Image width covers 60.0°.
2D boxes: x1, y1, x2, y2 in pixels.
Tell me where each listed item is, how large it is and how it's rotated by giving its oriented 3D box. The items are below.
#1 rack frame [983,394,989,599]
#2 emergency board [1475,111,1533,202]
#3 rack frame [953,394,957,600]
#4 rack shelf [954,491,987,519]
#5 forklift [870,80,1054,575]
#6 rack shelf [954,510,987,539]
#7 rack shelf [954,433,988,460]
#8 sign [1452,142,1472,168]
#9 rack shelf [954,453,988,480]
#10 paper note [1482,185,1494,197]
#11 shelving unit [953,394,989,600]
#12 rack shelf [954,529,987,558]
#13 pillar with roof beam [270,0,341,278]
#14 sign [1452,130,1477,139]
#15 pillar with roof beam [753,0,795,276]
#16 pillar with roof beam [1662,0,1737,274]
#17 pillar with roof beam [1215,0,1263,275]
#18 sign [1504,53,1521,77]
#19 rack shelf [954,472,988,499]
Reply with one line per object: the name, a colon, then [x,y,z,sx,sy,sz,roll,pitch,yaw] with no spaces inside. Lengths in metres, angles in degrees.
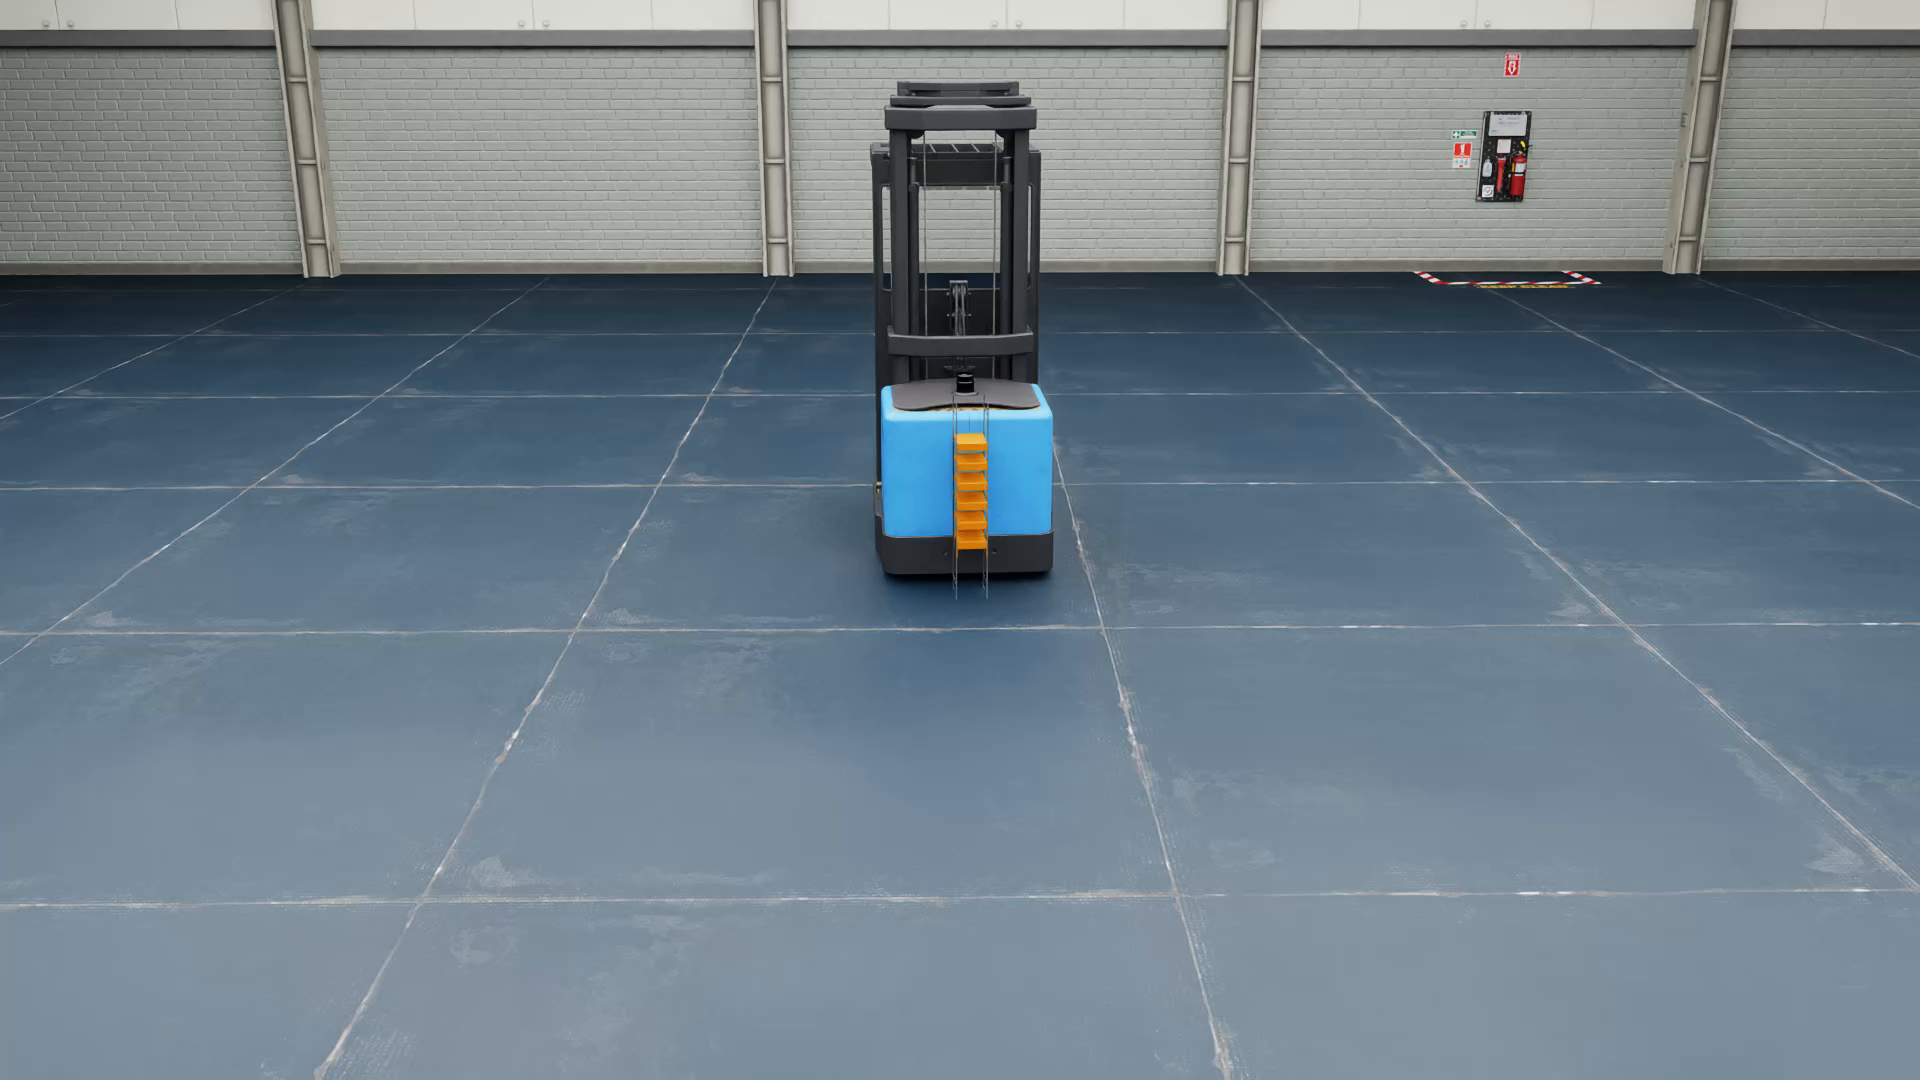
rack frame: [0.152,-0.256,9.883,0.006,1.200,0.240,-2,18,-5]
emergency board: [7.136,-4.997,21.713,0.643,1.169,0.194,0,18,-1]
rack frame: [-0.030,-0.252,9.867,0.006,1.200,0.240,-2,18,-5]
rack shelf: [0.061,-0.212,9.889,0.180,0.103,0.258,-2,18,-5]
forklift: [-0.040,-1.585,11.191,1.130,2.935,3.031,-1,18,-4]
rack shelf: [0.061,-0.097,9.925,0.180,0.103,0.258,-2,18,-5]
rack shelf: [0.061,-0.554,9.779,0.180,0.103,0.258,-2,18,-5]
sign: [6.582,-5.042,21.797,0.234,0.329,0.001,0,18,-1]
rack shelf: [0.061,-0.440,9.815,0.180,0.103,0.258,-2,18,-5]
paper note: [6.958,-4.597,21.910,0.142,0.148,0.016,0,18,-1]
shelving unit: [0.061,-0.254,9.875,0.189,1.200,0.258,-2,18,-5]
rack shelf: [0.061,0.017,9.962,0.180,0.103,0.258,-2,18,-5]
pillar with roof beam: [-8.322,-6.452,16.428,0.400,9.000,9.100,0,18,-1]
sign: [6.586,-5.292,21.708,0.331,0.109,0.001,0,18,-1]
pillar with roof beam: [-2.323,-6.481,16.518,0.400,9.000,9.100,0,18,-1]
pillar with roof beam: [9.676,-6.539,16.698,0.400,9.000,9.100,0,18,-1]
pillar with roof beam: [3.676,-6.510,16.608,0.400,9.000,9.100,0,18,-1]
sign: [7.126,-6.131,21.453,0.199,0.298,0.001,0,18,-1]
rack shelf: [0.061,-0.326,9.852,0.180,0.103,0.258,-2,18,-5]
